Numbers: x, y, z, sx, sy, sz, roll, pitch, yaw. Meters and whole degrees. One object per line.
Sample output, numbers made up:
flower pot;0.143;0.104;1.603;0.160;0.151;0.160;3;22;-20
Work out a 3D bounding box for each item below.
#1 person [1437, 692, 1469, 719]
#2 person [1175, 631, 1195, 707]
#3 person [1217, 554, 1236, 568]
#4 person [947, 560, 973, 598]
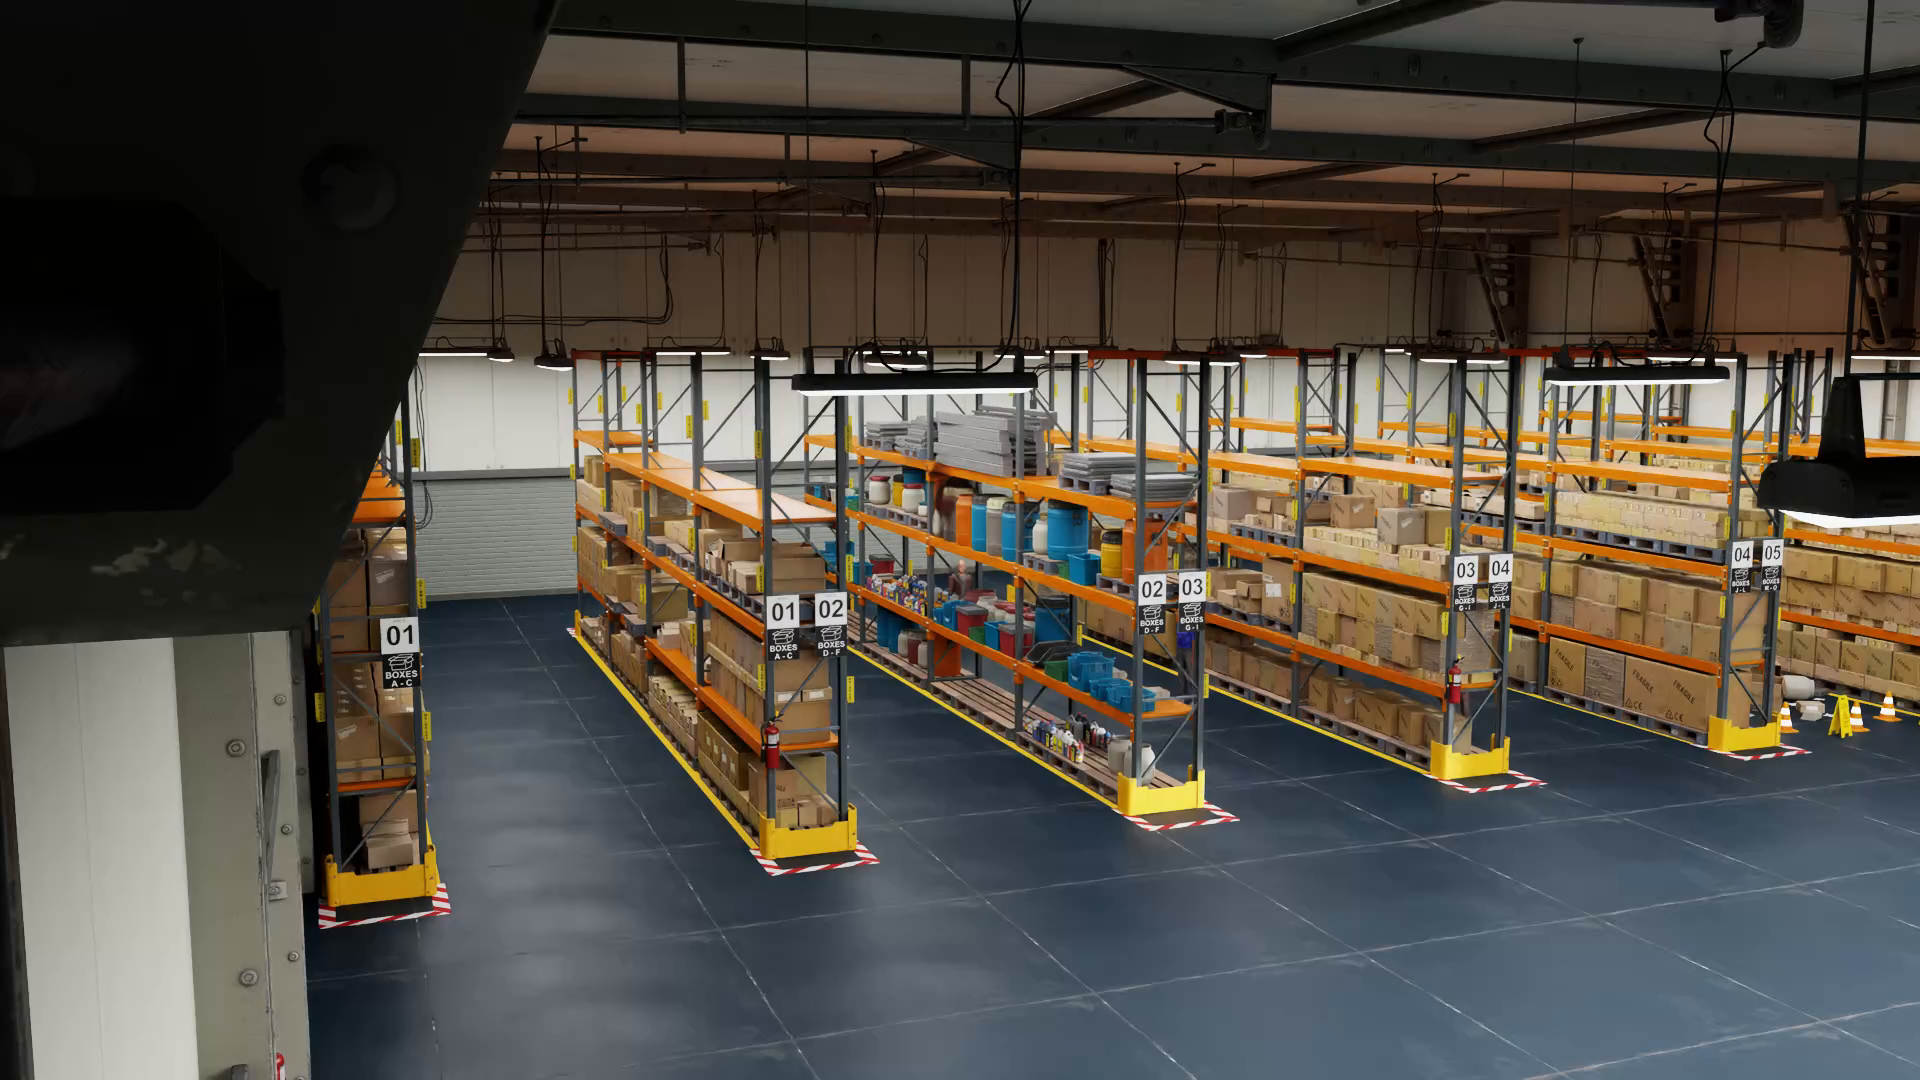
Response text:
person;7.979;2.164;26.635;0.610;1.726;0.459;4;8;31
person;3.870;1.999;28.341;0.377;1.665;0.514;-6;9;-41
person;7.060;-0.053;44.213;0.581;1.757;0.746;4;8;30
person;0.074;1.280;33.509;0.666;1.720;1.078;-4;8;-29
